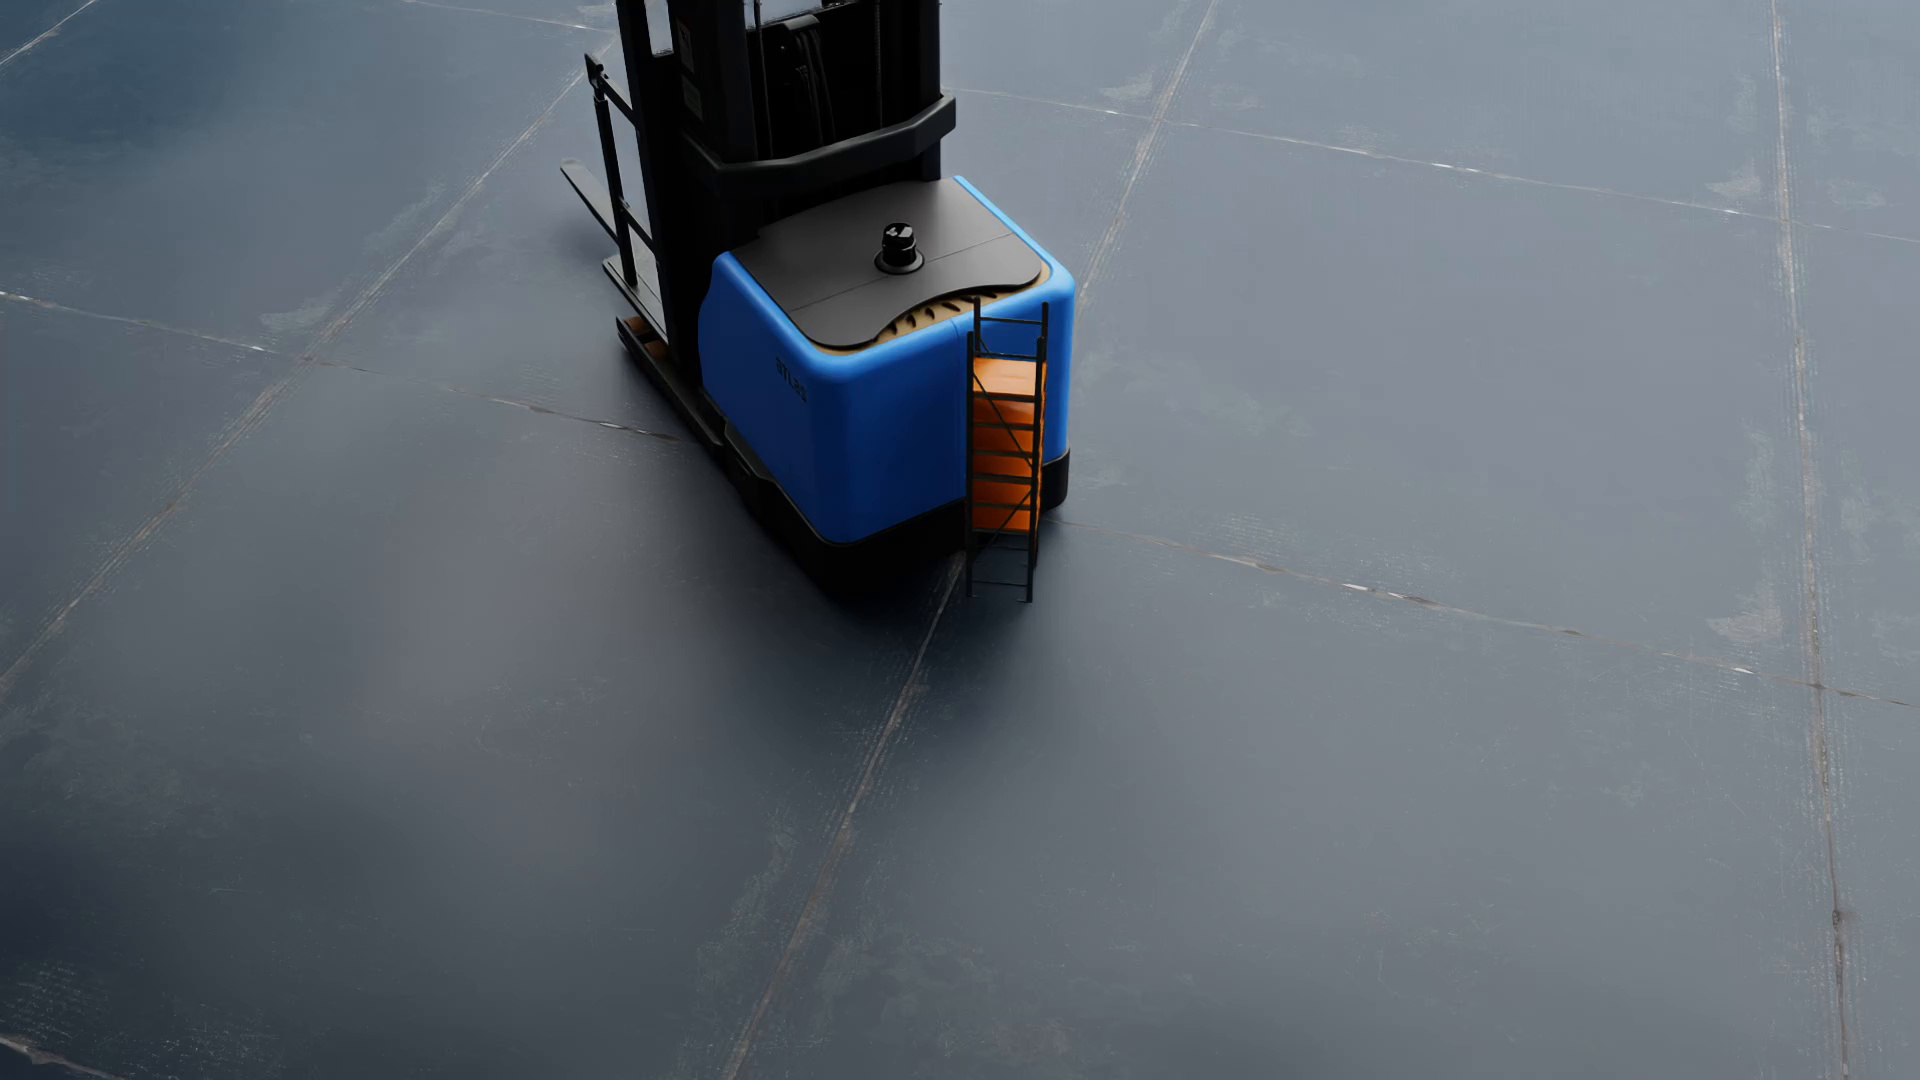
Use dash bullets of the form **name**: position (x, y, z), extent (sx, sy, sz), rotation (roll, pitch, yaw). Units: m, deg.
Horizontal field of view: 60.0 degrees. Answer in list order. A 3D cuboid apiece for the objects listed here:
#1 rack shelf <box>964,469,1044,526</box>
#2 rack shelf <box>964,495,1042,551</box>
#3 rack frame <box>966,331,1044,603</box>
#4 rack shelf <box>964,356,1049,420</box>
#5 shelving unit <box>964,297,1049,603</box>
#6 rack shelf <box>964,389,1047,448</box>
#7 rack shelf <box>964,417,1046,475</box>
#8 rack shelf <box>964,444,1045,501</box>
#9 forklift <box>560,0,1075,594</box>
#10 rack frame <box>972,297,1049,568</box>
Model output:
- **rack shelf**: position (0.153, -0.158, 5.789), extent (0.258, 0.103, 0.180), rotation (5, 45, 5)
- **rack shelf**: position (0.153, -0.072, 5.873), extent (0.258, 0.103, 0.180), rotation (5, 45, 5)
- **rack frame**: position (0.141, -0.212, 5.609), extent (0.240, 1.200, 0.006), rotation (5, 45, 5)
- **rack shelf**: position (0.153, -0.501, 5.453), extent (0.258, 0.103, 0.180), rotation (5, 45, 5)
- **shelving unit**: position (0.153, -0.276, 5.674), extent (0.258, 1.200, 0.189), rotation (5, 45, 5)
- **rack shelf**: position (0.153, -0.415, 5.537), extent (0.258, 0.103, 0.180), rotation (5, 45, 5)
- **rack shelf**: position (0.153, -0.330, 5.621), extent (0.258, 0.103, 0.180), rotation (5, 45, 5)
- **rack shelf**: position (0.153, -0.244, 5.705), extent (0.258, 0.103, 0.180), rotation (5, 45, 5)
- **forklift**: position (-0.787, -1.870, 6.065), extent (1.130, 2.935, 3.031), rotation (-23, 49, -22)
- **rack frame**: position (0.165, -0.339, 5.739), extent (0.240, 1.200, 0.006), rotation (5, 45, 5)
